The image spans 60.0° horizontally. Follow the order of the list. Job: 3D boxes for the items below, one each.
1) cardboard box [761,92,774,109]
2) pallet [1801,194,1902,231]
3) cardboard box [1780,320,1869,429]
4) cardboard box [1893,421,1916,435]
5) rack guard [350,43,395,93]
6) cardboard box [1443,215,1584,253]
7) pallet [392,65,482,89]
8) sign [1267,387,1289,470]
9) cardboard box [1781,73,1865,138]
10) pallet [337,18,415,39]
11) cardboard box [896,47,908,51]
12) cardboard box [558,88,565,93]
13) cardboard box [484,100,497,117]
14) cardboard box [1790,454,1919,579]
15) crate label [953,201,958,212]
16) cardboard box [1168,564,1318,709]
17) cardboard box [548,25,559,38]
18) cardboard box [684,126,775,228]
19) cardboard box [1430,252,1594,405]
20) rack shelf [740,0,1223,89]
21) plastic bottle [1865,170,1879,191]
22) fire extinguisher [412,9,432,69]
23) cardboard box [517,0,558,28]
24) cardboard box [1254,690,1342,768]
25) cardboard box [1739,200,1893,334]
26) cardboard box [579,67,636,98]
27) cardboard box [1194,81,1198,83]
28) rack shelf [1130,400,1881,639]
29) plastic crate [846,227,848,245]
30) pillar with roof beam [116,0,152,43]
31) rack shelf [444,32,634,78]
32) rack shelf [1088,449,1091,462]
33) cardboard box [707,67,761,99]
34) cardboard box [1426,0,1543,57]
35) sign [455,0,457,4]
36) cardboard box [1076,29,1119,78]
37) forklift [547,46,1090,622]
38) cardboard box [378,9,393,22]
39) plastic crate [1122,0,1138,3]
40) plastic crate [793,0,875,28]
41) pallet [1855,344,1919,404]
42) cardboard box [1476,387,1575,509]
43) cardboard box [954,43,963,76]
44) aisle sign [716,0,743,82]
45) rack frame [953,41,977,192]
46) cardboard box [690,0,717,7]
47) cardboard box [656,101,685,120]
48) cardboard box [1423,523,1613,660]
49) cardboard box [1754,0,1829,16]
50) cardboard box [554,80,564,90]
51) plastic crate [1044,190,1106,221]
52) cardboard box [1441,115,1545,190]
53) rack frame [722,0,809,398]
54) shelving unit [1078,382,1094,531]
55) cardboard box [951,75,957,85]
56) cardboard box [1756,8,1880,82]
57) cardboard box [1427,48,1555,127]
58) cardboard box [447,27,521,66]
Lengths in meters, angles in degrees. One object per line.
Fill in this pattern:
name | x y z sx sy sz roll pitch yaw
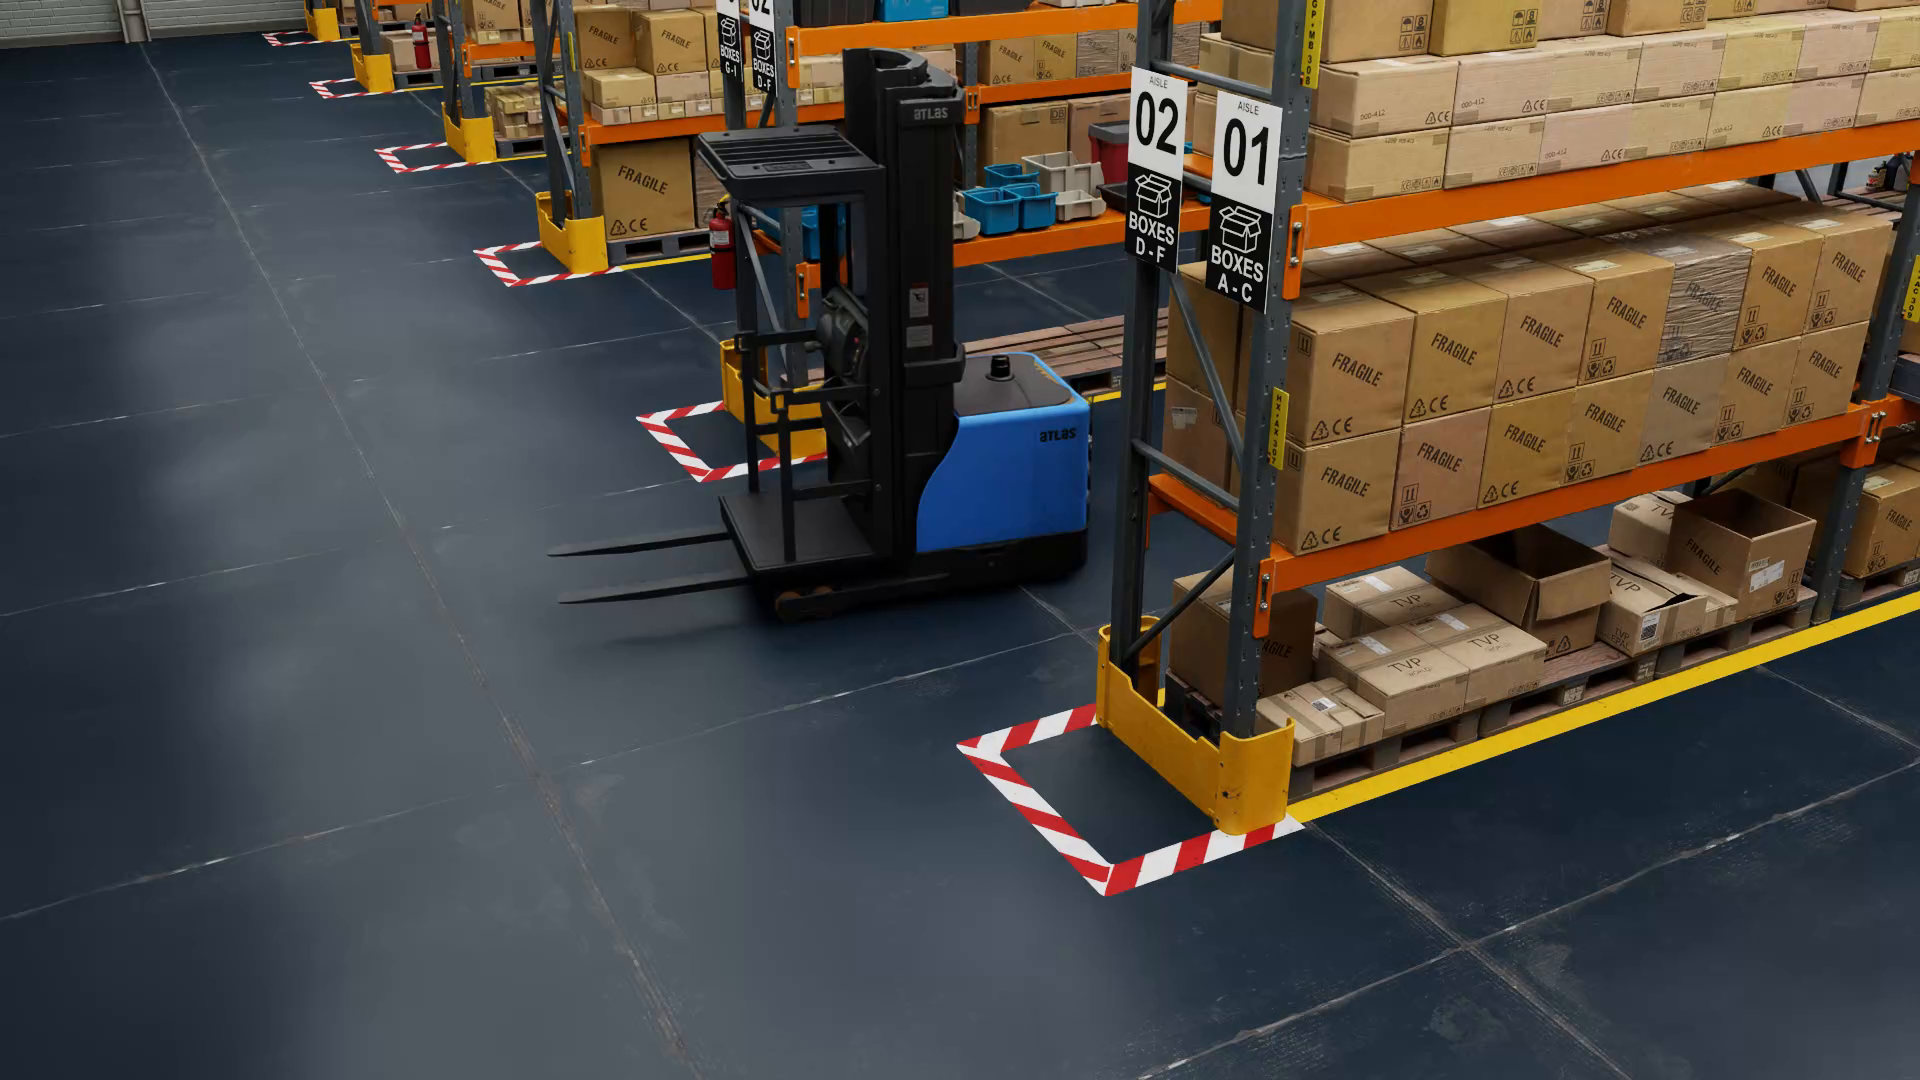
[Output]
cardboard box | -1.819 -4.193 15.749 0.250 0.149 0.380 -14 29 -26
pallet | 8.600 -3.167 16.543 1.213 0.211 1.003 -13 29 -25
cardboard box | 4.223 -0.922 8.531 0.500 0.500 0.500 -12 28 -24
cardboard box | 5.727 -0.558 10.267 0.500 0.500 0.500 -13 28 -24
rack guard | -8.329 -6.699 23.567 0.348 0.500 1.175 -13 29 -25
cardboard box | 2.631 -1.269 8.097 0.500 0.500 0.500 -12 28 -24
pallet | -7.639 -6.767 24.041 1.213 0.211 1.003 -13 29 -25
sign | 1.270 -0.445 6.653 0.005 0.325 0.100 -13 29 -25
cardboard box | 3.794 -2.063 7.730 0.500 0.250 0.500 -13 29 -25
pallet | -9.876 -8.647 27.957 1.213 0.211 1.003 -13 29 -25
cardboard box | -0.838 -4.969 16.039 0.500 0.500 0.500 -13 28 -25
cardboard box | -4.618 -5.297 19.879 0.250 0.149 0.380 -15 29 -28
cardboard box | -5.557 -5.216 20.054 0.250 0.149 0.380 -14 29 -26
cardboard box | 5.085 -0.154 9.426 0.500 0.500 0.500 -14 29 -27
crate label | -0.182 -2.418 11.996 0.243 0.136 0.396 -13 29 -25
cardboard box | 1.378 0.461 8.144 0.500 0.500 0.500 -13 29 -25
cardboard box | -4.817 -5.996 19.504 0.250 0.149 0.380 -12 28 -23
cardboard box | -2.314 -3.624 16.243 0.875 0.875 0.875 -13 29 -25
cardboard box | 2.431 -0.957 7.448 0.500 0.500 0.500 -13 28 -24
rack shelf | 0.451 -3.590 11.568 4.000 0.370 1.077 -13 29 -25
plastic bottle | 9.448 -3.729 17.216 0.097 0.201 0.097 0 26 0
fire extinguisher | -6.328 -5.883 19.499 0.183 0.674 0.296 -13 29 -25
cardboard box | -4.902 -6.245 19.273 0.500 0.500 0.500 -13 29 -25
cardboard box | 1.545 0.871 7.698 0.250 0.149 0.380 -13 29 -25
cardboard box | 4.219 -1.371 8.310 0.500 0.500 0.500 -13 28 -25
cardboard box | -3.341 -4.313 15.538 0.500 0.250 0.500 -13 29 -26
cardboard box | 2.796 -4.775 18.639 0.875 0.875 1.225 -14 29 -27
rack shelf | 2.779 -0.345 8.276 4.000 0.370 1.077 -13 29 -25
plastic crate | -0.619 -2.021 11.170 0.298 0.136 0.250 -13 29 -25
pillar with roof beam | -11.424 -10.581 21.833 0.400 9.000 9.100 -13 29 -25
rack shelf | -4.124 -6.044 20.145 4.000 0.370 1.077 -13 29 -25
rack shelf | 0.662 -0.547 10.160 0.200 0.077 0.258 -8 27 -16
cardboard box | -2.193 -4.317 15.546 0.500 0.250 0.500 -14 29 -27
cardboard box | 1.941 -2.291 6.760 0.500 0.500 0.700 -13 29 -25
sign | -5.633 -6.144 18.522 0.005 0.325 0.100 -13 29 -25
cardboard box | 1.294 -5.109 17.250 0.500 0.500 0.500 -14 29 -26
forklift | -0.830 -1.121 9.139 3.031 2.935 1.130 -8 27 -16
cardboard box | -9.669 -8.790 27.842 0.250 0.149 0.380 -14 29 -27
plastic crate | 1.273 -3.798 11.476 0.466 0.136 0.293 -13 29 -25
plastic crate | -0.843 -3.420 10.534 0.590 0.269 0.497 -13 29 -25
pallet | 5.300 -1.111 9.262 1.213 0.211 1.003 -13 29 -25
cardboard box | 2.427 -0.505 7.662 0.500 0.500 0.500 -13 29 -25
cardboard box | 0.170 -5.106 17.244 0.500 0.500 0.500 -13 29 -25
aisle sign | -1.515 -3.424 10.853 0.004 0.787 0.394 -13 29 -25
rack frame | -0.115 -4.861 16.850 0.127 3.000 1.000 -13 29 -25
cardboard box | -3.112 -6.643 20.103 0.500 0.500 0.500 -14 29 -26
cardboard box | -2.724 -3.984 15.314 0.250 0.149 0.380 -14 29 -26
cardboard box | 2.888 0.235 8.612 0.637 0.503 0.797 -13 29 -25
cardboard box | 3.625 -2.764 7.745 0.500 0.500 0.700 -13 29 -25
cardboard box | -4.865 -5.497 20.296 0.250 0.149 0.380 -14 29 -27
plastic crate | 0.821 -2.408 11.976 0.466 0.136 0.293 -13 29 -25
cardboard box | 2.034 -1.651 6.872 0.500 0.250 0.500 -13 29 -25
rack frame | -1.313 -2.155 11.213 0.127 3.000 1.000 -13 29 -25
shelving unit | 0.662 -0.496 10.184 0.210 0.900 0.258 -8 27 -16
cardboard box | -0.230 -4.561 16.514 0.250 0.149 0.380 -13 28 -25
cardboard box | 3.800 -2.284 7.612 0.500 0.250 0.500 -13 29 -25
cardboard box | 2.034 -1.877 6.764 0.500 0.250 0.500 -13 29 -25
cardboard box | -6.968 -7.228 24.254 0.875 0.438 0.875 -12 28 -24
